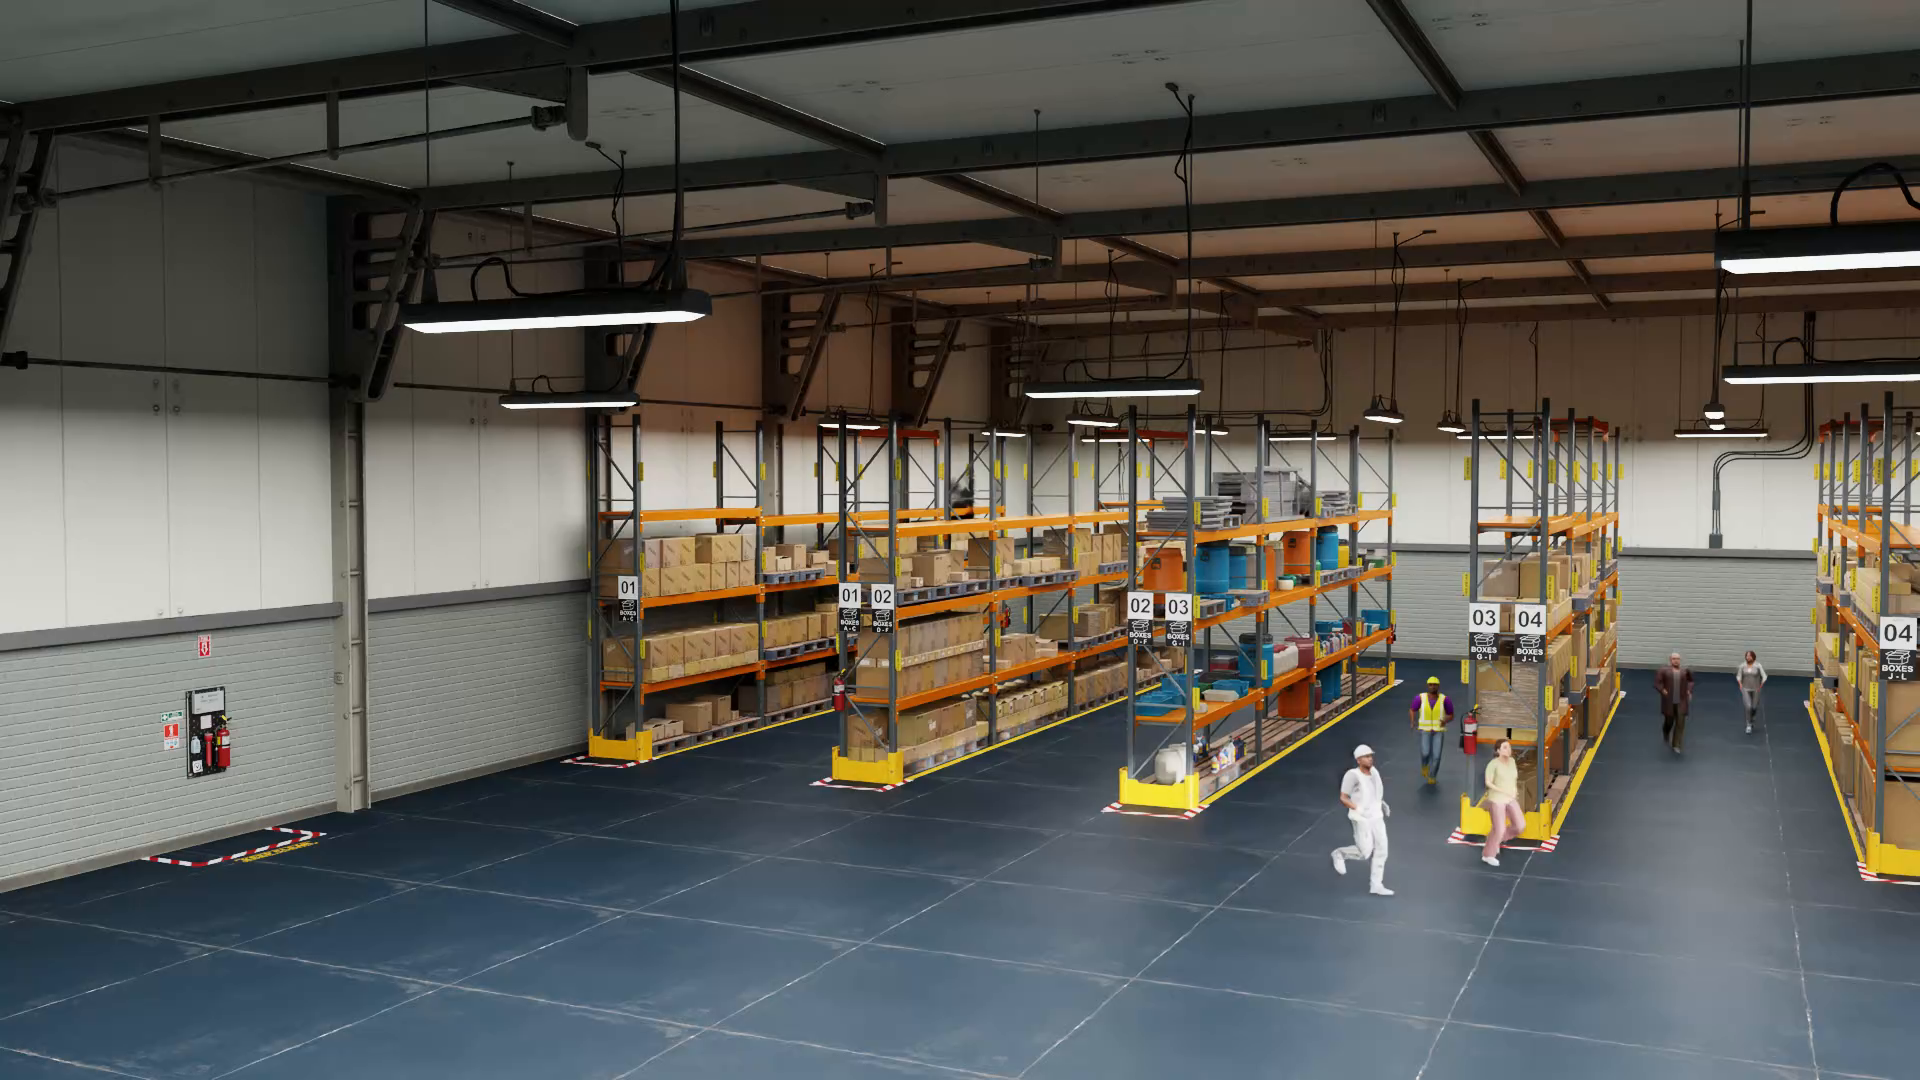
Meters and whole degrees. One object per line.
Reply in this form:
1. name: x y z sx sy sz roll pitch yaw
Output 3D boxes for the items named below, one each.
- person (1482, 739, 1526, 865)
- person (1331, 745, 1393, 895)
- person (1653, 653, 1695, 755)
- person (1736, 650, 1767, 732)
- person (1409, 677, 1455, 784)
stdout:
1. person: 6.910 3.322 21.094 0.609 1.626 0.632 -1 3 -22
2. person: 4.843 3.320 19.849 0.696 1.750 0.855 -2 3 -34
3. person: 12.771 2.900 29.711 0.709 1.762 0.945 1 2 14
4. person: 15.262 2.911 32.082 0.536 1.570 0.515 1 3 32
5. person: 7.542 3.045 26.579 0.698 1.720 0.576 1 2 15
